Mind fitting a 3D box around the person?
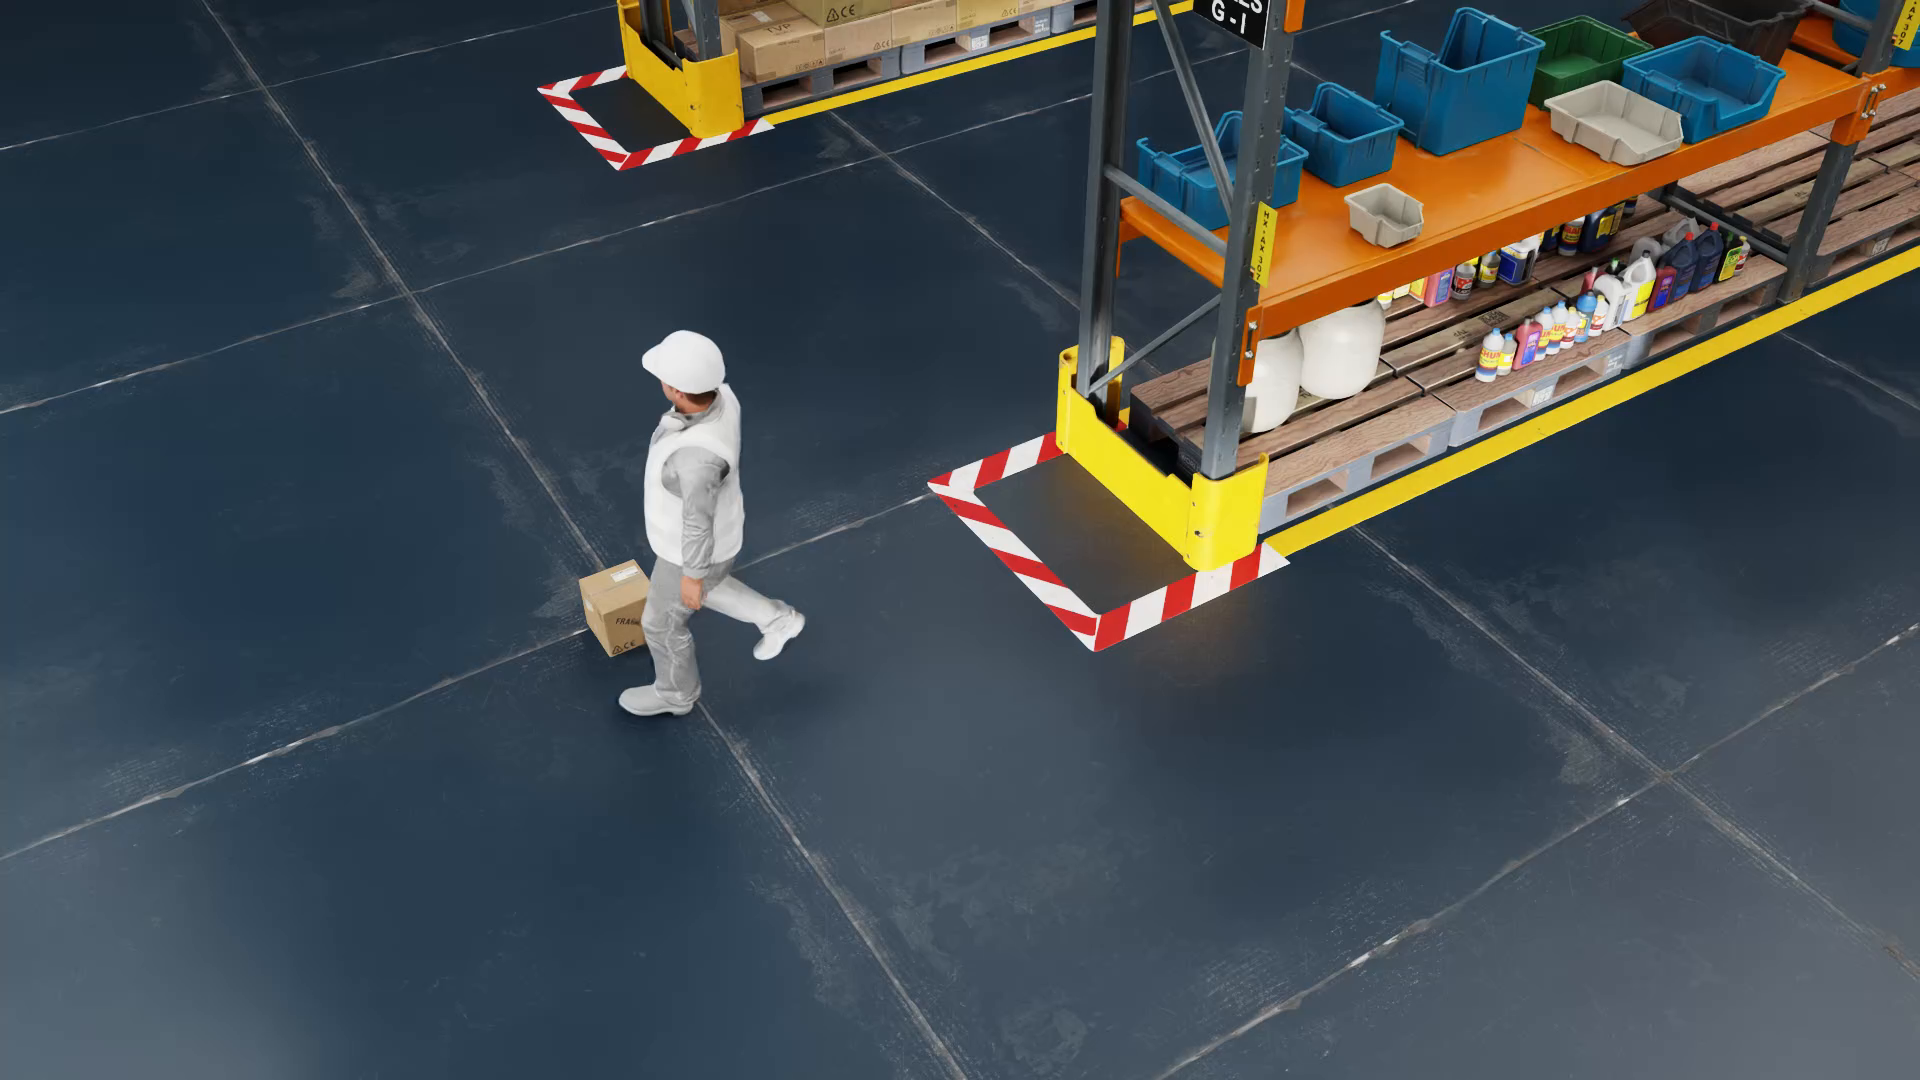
[{"bbox_3d":[-0.993,-0.039,6.193,0.753,1.750,0.549,-1,41,-1],"label":"person"}]
